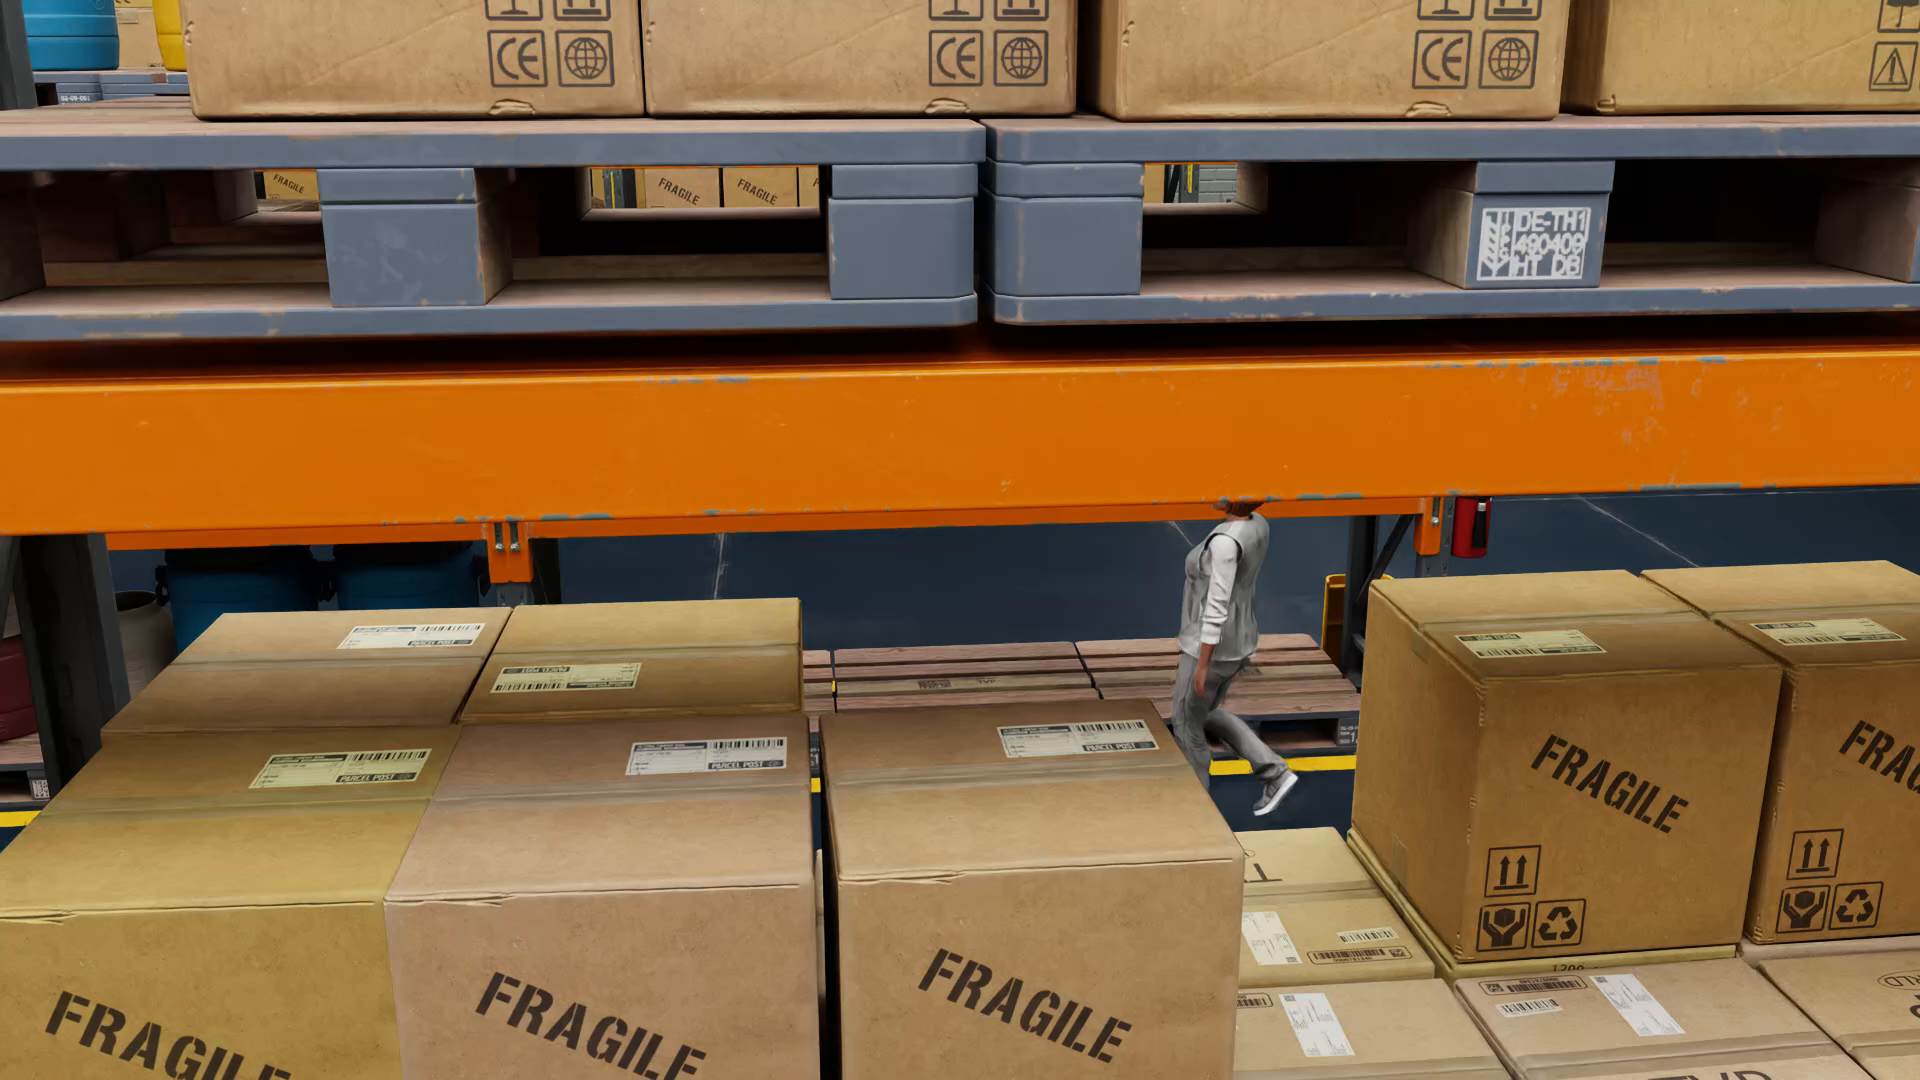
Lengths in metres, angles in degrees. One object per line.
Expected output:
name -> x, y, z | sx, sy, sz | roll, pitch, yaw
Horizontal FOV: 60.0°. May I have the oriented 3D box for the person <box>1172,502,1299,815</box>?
person -> 1.038, 0.441, 6.571 | 0.618, 1.583, 0.417 | 11, 20, 31
